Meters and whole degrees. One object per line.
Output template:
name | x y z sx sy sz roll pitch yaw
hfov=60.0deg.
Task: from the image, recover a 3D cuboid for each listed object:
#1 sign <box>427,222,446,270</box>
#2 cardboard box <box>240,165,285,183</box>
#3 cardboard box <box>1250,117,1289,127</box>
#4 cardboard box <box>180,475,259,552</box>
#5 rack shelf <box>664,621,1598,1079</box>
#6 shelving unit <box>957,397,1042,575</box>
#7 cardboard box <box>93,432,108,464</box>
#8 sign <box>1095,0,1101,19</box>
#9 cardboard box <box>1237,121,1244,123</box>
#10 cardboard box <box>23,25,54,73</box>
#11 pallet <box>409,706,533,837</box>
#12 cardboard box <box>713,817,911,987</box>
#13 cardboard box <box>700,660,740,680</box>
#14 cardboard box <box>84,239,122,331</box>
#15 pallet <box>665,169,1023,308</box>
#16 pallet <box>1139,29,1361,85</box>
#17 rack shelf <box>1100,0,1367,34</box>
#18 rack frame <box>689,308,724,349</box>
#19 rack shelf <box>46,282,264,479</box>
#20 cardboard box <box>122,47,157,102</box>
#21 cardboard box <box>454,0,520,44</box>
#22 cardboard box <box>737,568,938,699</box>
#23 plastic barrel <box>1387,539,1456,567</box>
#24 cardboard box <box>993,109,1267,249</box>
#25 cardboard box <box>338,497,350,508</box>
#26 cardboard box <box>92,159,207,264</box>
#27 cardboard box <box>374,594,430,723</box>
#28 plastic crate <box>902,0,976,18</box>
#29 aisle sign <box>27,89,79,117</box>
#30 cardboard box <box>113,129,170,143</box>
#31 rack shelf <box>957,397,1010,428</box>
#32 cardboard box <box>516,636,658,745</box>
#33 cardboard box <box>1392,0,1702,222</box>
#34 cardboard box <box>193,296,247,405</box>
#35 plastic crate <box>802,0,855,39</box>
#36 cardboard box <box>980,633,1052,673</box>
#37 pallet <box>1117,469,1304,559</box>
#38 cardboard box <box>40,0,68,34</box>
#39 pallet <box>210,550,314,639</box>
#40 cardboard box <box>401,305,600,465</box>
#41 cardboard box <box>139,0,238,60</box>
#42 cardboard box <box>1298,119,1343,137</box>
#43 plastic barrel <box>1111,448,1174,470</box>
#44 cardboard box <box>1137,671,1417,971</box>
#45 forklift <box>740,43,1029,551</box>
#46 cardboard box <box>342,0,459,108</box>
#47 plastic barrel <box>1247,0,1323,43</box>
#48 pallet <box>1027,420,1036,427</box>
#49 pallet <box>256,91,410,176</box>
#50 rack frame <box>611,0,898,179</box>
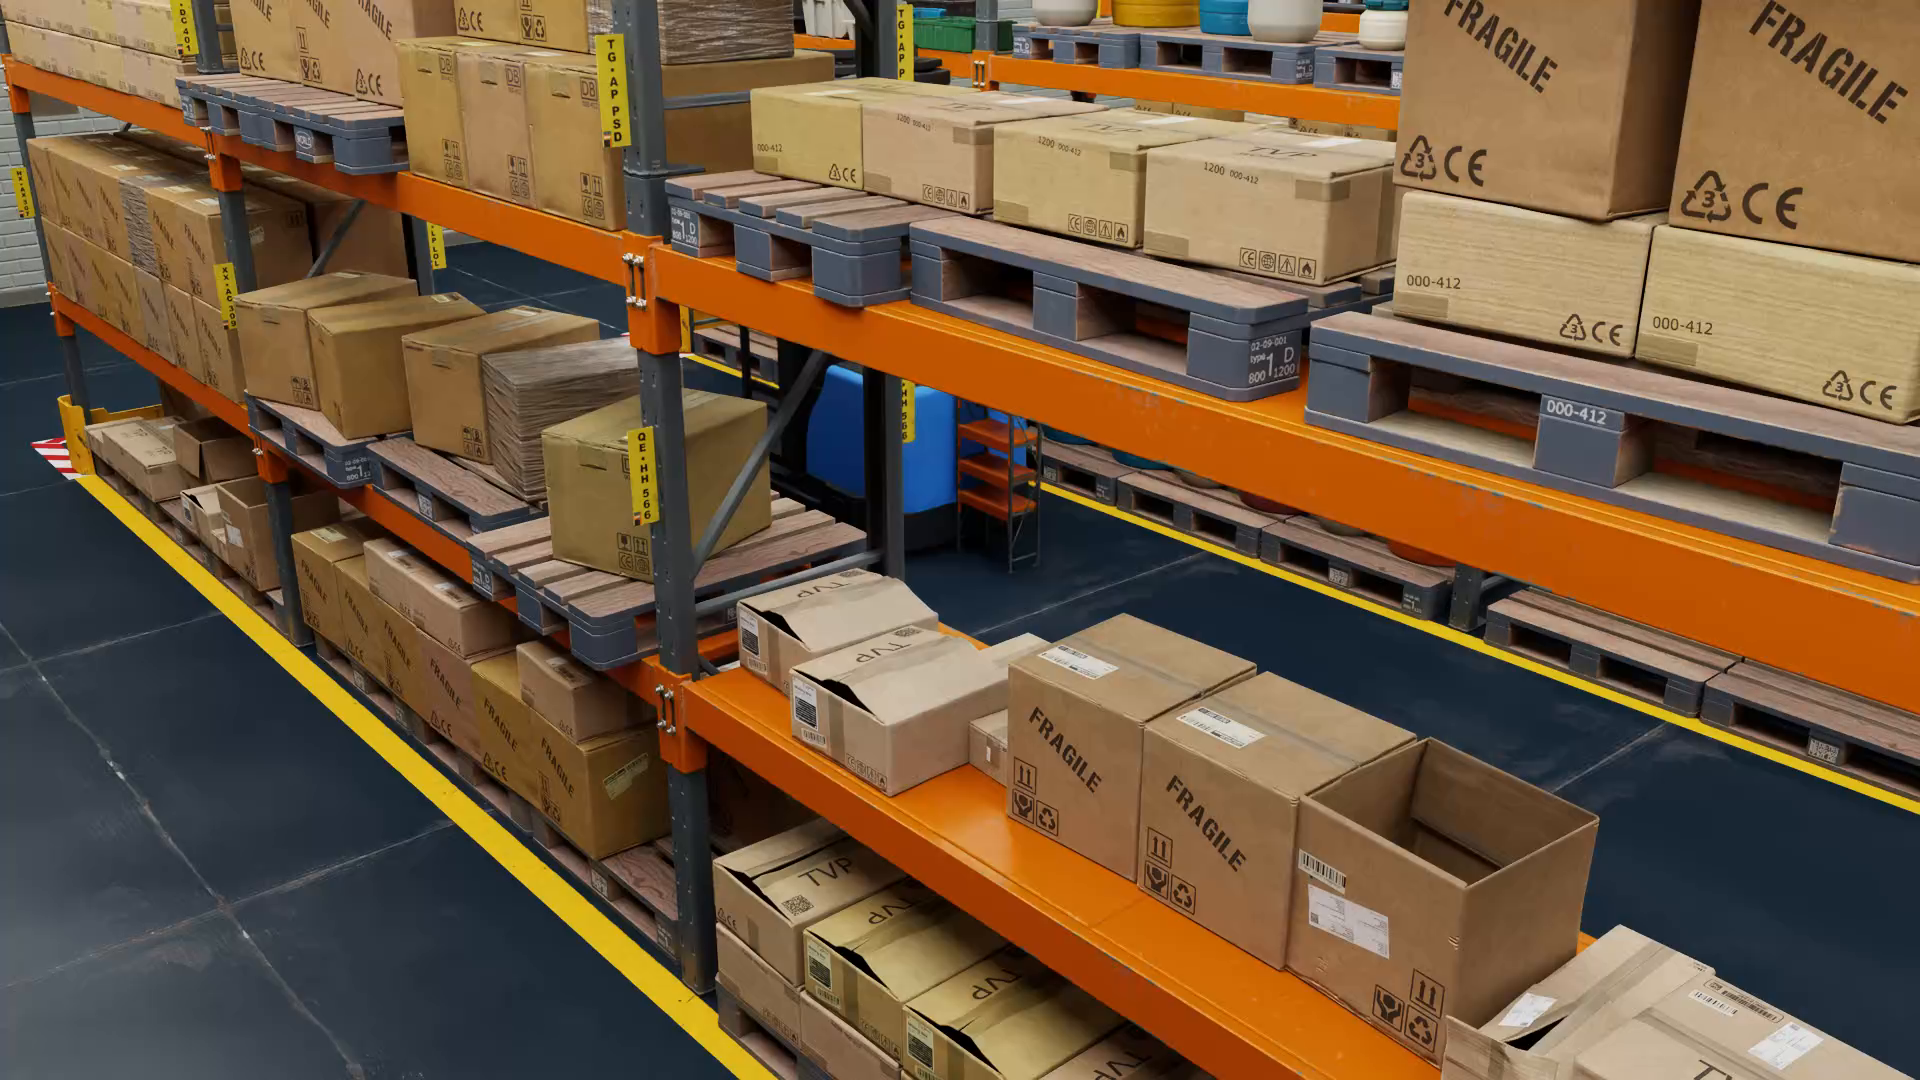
sign | -2.817 -1.614 8.904 0.100 0.325 0.005 -17 27 -37
cardboard box | -4.002 -1.936 9.805 0.500 0.500 0.500 -18 28 -39
cardboard box | 3.185 -3.978 16.326 0.500 0.250 0.500 -17 27 -37
cardboard box | -4.311 -0.192 9.944 0.500 0.311 0.500 -17 27 -37
rack shelf | 0.682 1.051 4.674 1.077 0.370 4.000 -17 27 -37
shelving unit | 0.230 -0.447 9.980 0.258 1.200 0.503 -16 27 -36
cardboard box | -5.670 -0.666 11.353 0.380 0.166 0.250 -17 27 -37
sign | 0.938 -3.651 11.568 0.100 0.325 0.005 -17 27 -37
cardboard box | 2.440 -3.994 16.366 0.500 0.250 0.500 -19 28 -39
cardboard box | -5.386 -3.030 10.200 0.500 0.250 0.500 -17 27 -37
pallet | -1.875 0.910 7.872 1.003 0.211 1.213 -17 27 -37
cardboard box | -0.504 1.202 5.728 0.500 0.311 0.500 -16 27 -36
cardboard box | -1.050 0.785 7.190 0.500 0.500 0.500 -19 28 -39
cardboard box | -5.090 -1.627 10.389 0.500 0.500 0.500 -18 27 -38
pallet | -0.113 -0.979 5.017 1.213 0.211 1.003 -16 26 -35
pallet | 1.848 -2.923 9.979 1.003 0.211 1.213 -17 27 -37
rack shelf | 2.967 -4.913 15.789 1.077 0.370 4.000 -17 27 -37
rack frame | -2.091 -3.225 14.605 1.000 3.000 0.127 -17 27 -37
rack shelf | -4.540 -1.159 10.317 1.077 0.370 4.000 -17 27 -37
cardboard box | -4.072 -2.480 8.796 0.500 0.250 0.500 -17 27 -37
cardboard box | -1.570 -2.149 6.237 0.500 0.500 0.500 -17 27 -37
cardboard box | -0.419 0.316 5.687 0.500 0.311 0.500 -15 26 -34
plastic barrel | 2.799 -0.331 9.616 0.600 0.830 0.708 -17 27 -37
cardboard box | 0.436 -0.946 4.302 0.500 0.250 0.500 -18 28 -38
cardboard box | -3.917 -0.231 10.243 0.380 0.166 0.250 -17 27 -37
cardboard box | -4.754 -1.951 9.845 0.500 0.500 0.500 -18 28 -38
cardboard box | -2.427 0.494 7.935 0.500 0.500 0.500 -17 27 -37
plastic crate | -0.083 -3.864 12.303 0.497 0.269 0.590 -17 27 -37
aisle sign | -6.113 -3.206 10.992 0.394 0.787 0.004 -17 27 -37
cardboard box | -5.347 -2.501 11.250 0.500 0.500 0.500 -18 28 -38
rack shelf | 0.230 -0.813 9.837 0.258 0.148 0.480 -16 27 -36
cardboard box | -1.452 0.556 6.747 0.500 0.250 0.500 -16 27 -35
cardboard box | 1.225 -0.935 3.246 0.500 0.500 0.500 -14 26 -32
cardboard box | -3.755 -1.065 8.954 0.500 0.500 0.500 -17 27 -37
plastic crate | -0.878 -3.881 12.328 0.437 0.282 0.530 -17 27 -37
cardboard box | 0.173 0.463 5.533 0.380 0.149 0.250 -17 27 -37
pallet | 1.793 -0.261 10.861 1.003 0.211 1.213 -17 27 -37
cardboard box | -5.055 -3.126 9.760 0.500 0.250 0.500 -17 27 -37
pallet | -3.682 0.167 9.769 1.003 0.211 1.213 -17 27 -37
cardboard box | -2.035 -0.710 7.472 0.500 0.500 0.700 14 25 32
cardboard box | -3.758 -2.571 8.342 0.500 0.250 0.500 -17 27 -37
cardboard box | 3.446 -3.920 15.148 0.500 0.500 0.500 -17 27 -37
plastic barrel | 1.325 -0.988 11.196 0.600 0.901 0.708 -17 27 -37
cardboard box | 0.827 0.722 4.391 0.500 0.500 0.500 -17 27 -37
forklift | -0.875 -1.762 10.964 1.130 2.935 3.031 -16 27 -36
cardboard box | -2.089 -2.102 6.776 0.600 0.600 0.600 -19 28 -39
plastic barrel | 1.860 -3.124 9.472 0.433 0.535 0.433 0 21 0
pallet | 0.011 -1.015 12.787 1.003 0.211 1.213 -17 27 -37
pallet | -2.183 -1.768 7.030 1.213 0.211 1.003 -17 27 -37
rack frame | -0.624 -2.630 4.860 1.000 3.000 0.127 -17 27 -37
